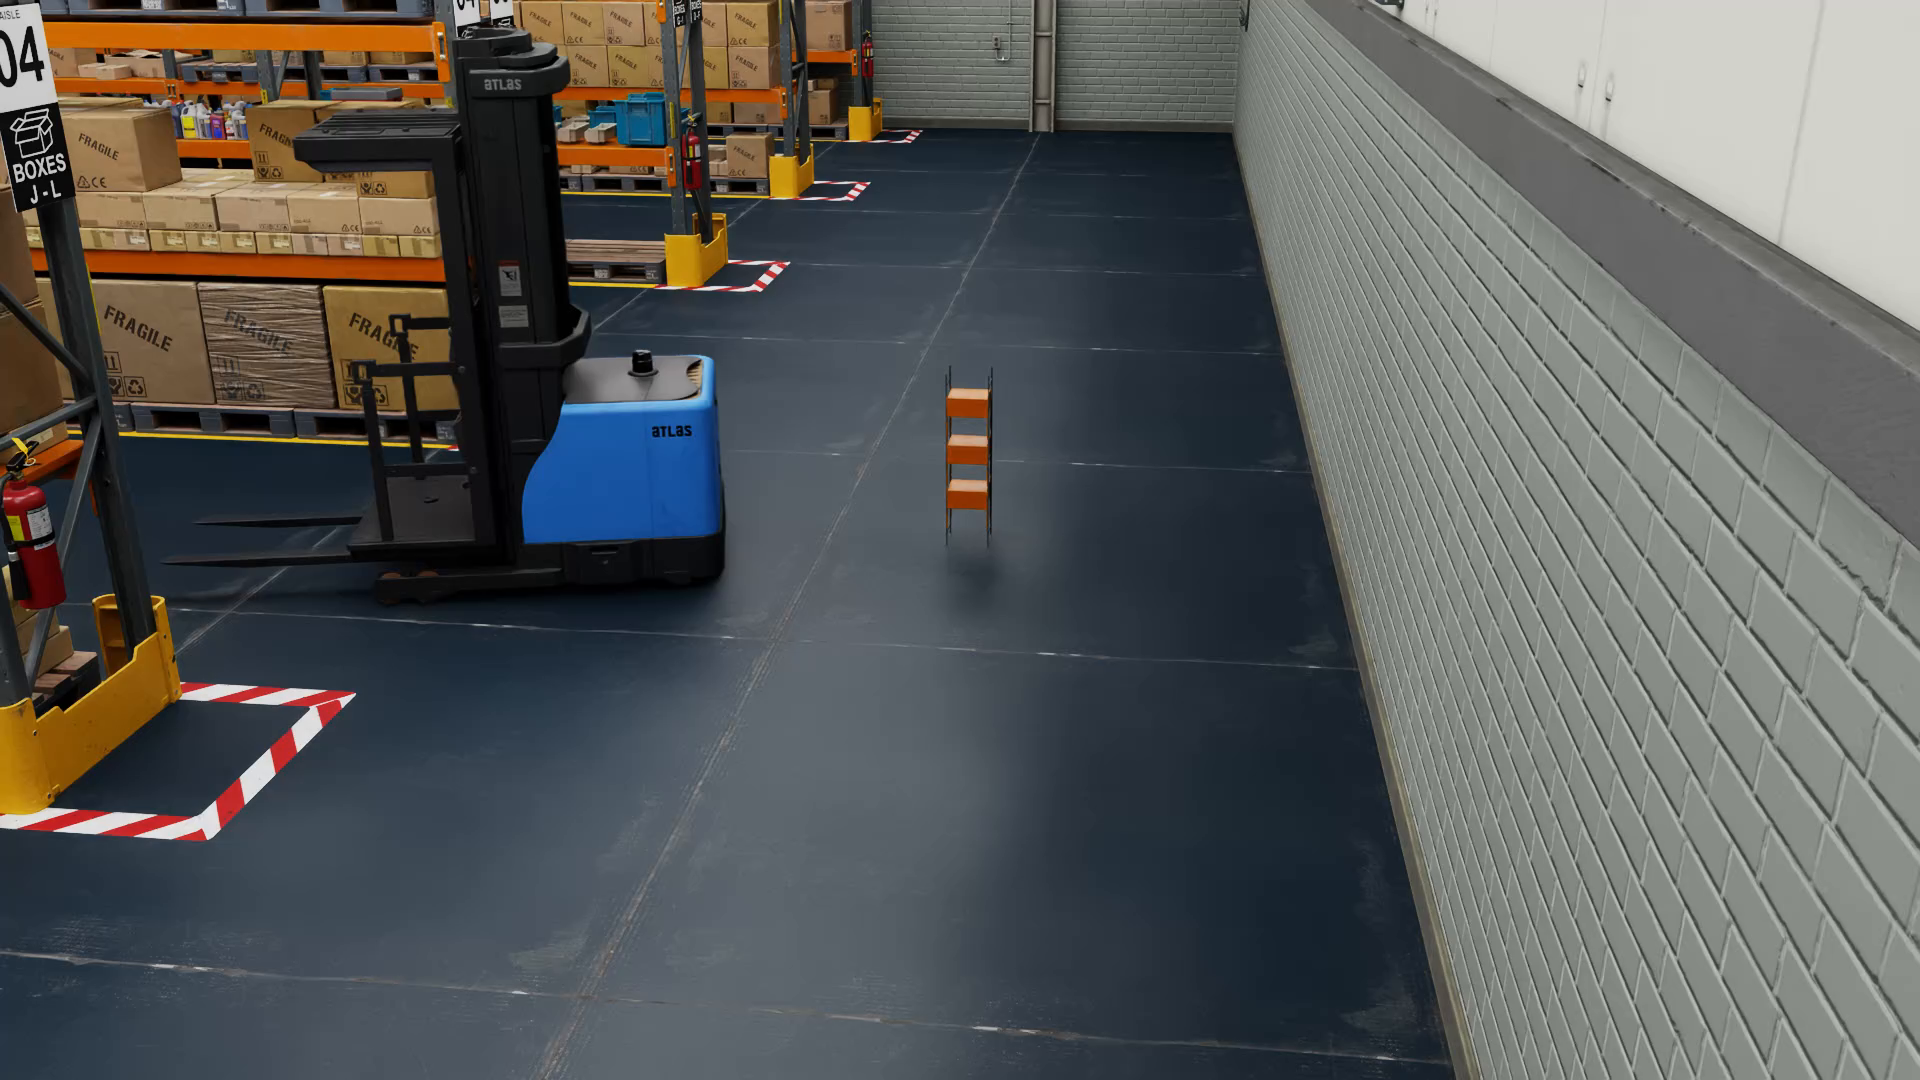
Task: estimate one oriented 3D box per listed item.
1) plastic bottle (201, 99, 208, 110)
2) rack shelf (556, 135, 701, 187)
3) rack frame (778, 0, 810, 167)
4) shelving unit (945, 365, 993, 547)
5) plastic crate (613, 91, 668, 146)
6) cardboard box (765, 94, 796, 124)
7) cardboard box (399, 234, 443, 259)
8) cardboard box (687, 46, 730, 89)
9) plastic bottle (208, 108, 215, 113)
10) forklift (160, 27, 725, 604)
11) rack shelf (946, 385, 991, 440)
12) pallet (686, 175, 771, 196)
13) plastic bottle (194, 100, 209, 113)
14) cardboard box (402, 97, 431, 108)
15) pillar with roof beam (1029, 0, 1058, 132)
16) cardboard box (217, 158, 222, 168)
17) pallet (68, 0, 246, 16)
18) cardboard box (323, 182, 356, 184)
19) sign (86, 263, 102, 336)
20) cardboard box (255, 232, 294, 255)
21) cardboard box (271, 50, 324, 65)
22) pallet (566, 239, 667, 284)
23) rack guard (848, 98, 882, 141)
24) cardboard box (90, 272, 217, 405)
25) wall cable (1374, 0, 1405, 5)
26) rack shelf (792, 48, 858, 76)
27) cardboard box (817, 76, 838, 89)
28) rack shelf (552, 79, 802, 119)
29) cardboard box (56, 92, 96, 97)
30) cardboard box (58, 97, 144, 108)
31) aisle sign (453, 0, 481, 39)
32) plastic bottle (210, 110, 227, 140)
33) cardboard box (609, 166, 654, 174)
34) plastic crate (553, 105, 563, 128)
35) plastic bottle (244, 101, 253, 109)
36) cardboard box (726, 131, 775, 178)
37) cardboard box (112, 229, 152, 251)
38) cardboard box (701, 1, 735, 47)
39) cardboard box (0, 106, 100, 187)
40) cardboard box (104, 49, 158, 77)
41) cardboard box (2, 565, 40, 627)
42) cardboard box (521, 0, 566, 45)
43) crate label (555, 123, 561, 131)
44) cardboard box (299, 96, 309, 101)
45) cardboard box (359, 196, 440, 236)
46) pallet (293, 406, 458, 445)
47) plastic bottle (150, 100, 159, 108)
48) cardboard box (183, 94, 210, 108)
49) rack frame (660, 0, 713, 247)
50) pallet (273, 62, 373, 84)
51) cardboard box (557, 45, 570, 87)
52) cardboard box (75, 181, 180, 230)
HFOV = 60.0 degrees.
[{"bbox_3d":[-7.817,-4.394,17.134,0.133,0.283,0.061,2,22,6],"label":"plastic bottle"},{"bbox_3d":[-4.635,-3.817,16.494,4.000,0.370,1.077,2,22,6],"label":"rack shelf"},{"bbox_3d":[-2.062,-5.874,20.717,0.127,3.000,1.000,2,22,6],"label":"rack frame"},{"bbox_3d":[0.053,-0.486,9.741,0.252,1.050,0.215,2,22,6],"label":"shelving unit"},{"bbox_3d":[-3.003,-4.056,15.990,0.499,0.435,0.616,2,22,6],"label":"plastic crate"},{"bbox_3d":[-2.687,-6.731,25.714,0.500,0.500,0.700,2,22,6],"label":"cardboard box"},{"bbox_3d":[-3.624,-2.036,11.350,0.250,0.149,0.380,3,22,7],"label":"cardboard box"},{"bbox_3d":[-3.055,-5.862,20.550,0.500,0.500,0.500,3,22,7],"label":"cardboard box"},{"bbox_3d":[-7.705,-4.345,17.119,0.097,0.201,0.097,0,22,0],"label":"plastic bottle"},{"bbox_3d":[-2.880,-1.221,9.042,3.031,2.935,1.130,-3,22,-6],"label":"forklift"},{"bbox_3d":[0.053,-0.740,9.641,0.240,0.259,0.215,2,22,6],"label":"rack shelf"},{"bbox_3d":[-2.930,-4.614,21.325,1.213,0.211,1.003,2,22,6],"label":"pallet"},{"bbox_3d":[-7.555,-4.189,16.522,0.185,0.351,0.144,2,22,6],"label":"plastic bottle"},{"bbox_3d":[-8.713,-7.145,26.284,0.750,0.750,0.750,2,22,6],"label":"cardboard box"},{"bbox_3d":[0.793,-9.100,20.717,0.400,9.000,9.100,2,22,6],"label":"pillar with roof beam"},{"bbox_3d":[-9.588,-5.138,21.658,0.500,0.500,0.500,3,22,9],"label":"cardboard box"},{"bbox_3d":[-5.185,-3.691,11.237,1.213,0.211,1.003,2,22,6],"label":"pallet"},{"bbox_3d":[-4.194,-2.465,11.895,0.500,0.250,0.500,2,22,6],"label":"cardboard box"},{"bbox_3d":[-3.852,-1.051,7.342,0.005,0.325,0.100,2,22,6],"label":"sign"},{"bbox_3d":[-4.639,-2.079,11.461,0.250,0.149,0.380,2,22,5],"label":"cardboard box"},{"bbox_3d":[-8.482,-6.366,21.256,0.500,0.500,0.700,7,23,16],"label":"cardboard box"},{"bbox_3d":[-3.463,-2.819,16.782,1.213,0.211,1.003,2,22,6],"label":"pallet"},{"bbox_3d":[-1.459,-6.519,25.749,0.348,0.500,1.175,2,22,6],"label":"rack guard"},{"bbox_3d":[-5.664,-1.541,12.076,0.875,0.875,0.875,2,22,6],"label":"cardboard box"},{"bbox_3d":[1.978,-5.040,6.073,0.120,5.999,2.277,2,22,6],"label":"wall cable"},{"bbox_3d":[-3.469,-7.435,25.644,4.000,0.370,1.077,2,22,6],"label":"rack shelf"},{"bbox_3d":[-2.042,-7.078,25.711,0.250,0.149,0.380,3,22,7],"label":"cardboard box"},{"bbox_3d":[-4.048,-5.626,21.068,4.000,0.370,1.077,2,22,6],"label":"rack shelf"},{"bbox_3d":[-14.435,-7.274,27.061,0.500,0.500,0.500,1,22,2],"label":"cardboard box"},{"bbox_3d":[-6.219,-2.902,11.980,0.500,0.500,0.500,3,22,7],"label":"cardboard box"},{"bbox_3d":[-3.196,-3.353,10.806,0.004,0.787,0.394,2,22,6],"label":"aisle sign"},{"bbox_3d":[-7.286,-4.077,16.330,0.133,0.283,0.061,2,22,6],"label":"plastic bottle"},{"bbox_3d":[-4.168,-5.011,21.332,0.637,0.503,0.797,2,22,6],"label":"cardboard box"},{"bbox_3d":[-4.163,-4.203,16.638,0.300,0.233,0.416,2,22,6],"label":"plastic crate"},{"bbox_3d":[-7.281,-4.359,17.060,0.097,0.271,0.097,0,22,0],"label":"plastic bottle"},{"bbox_3d":[-2.631,-4.850,20.928,0.500,0.500,0.500,2,22,6],"label":"cardboard box"},{"bbox_3d":[-5.662,-2.123,11.572,0.250,0.149,0.380,3,22,7],"label":"cardboard box"},{"bbox_3d":[-3.038,-6.326,20.364,0.500,0.500,0.500,3,22,8],"label":"cardboard box"},{"bbox_3d":[-6.270,-2.709,11.492,0.500,0.500,0.500,2,22,6],"label":"cardboard box"},{"bbox_3d":[-10.872,-6.288,21.886,0.500,0.311,0.500,2,22,6],"label":"cardboard box"},{"bbox_3d":[-4.396,0.256,7.708,0.250,0.149,0.380,2,22,4],"label":"cardboard box"},{"bbox_3d":[-5.087,-6.413,20.585,0.500,0.500,0.500,2,22,5],"label":"cardboard box"},{"bbox_3d":[-4.046,-3.961,16.156,0.243,0.136,0.396,2,22,6],"label":"crate label"},{"bbox_3d":[-10.149,-7.083,26.577,0.500,0.500,0.700,3,22,7],"label":"cardboard box"},{"bbox_3d":[-3.744,-2.250,11.350,0.500,0.250,0.500,2,22,5],"label":"cardboard box"},{"bbox_3d":[-4.035,-0.966,12.097,1.213,0.211,1.003,2,22,6],"label":"pallet"},{"bbox_3d":[-8.298,-4.403,17.172,0.097,0.271,0.097,0,22,0],"label":"plastic bottle"},{"bbox_3d":[-12.148,-7.214,26.909,0.500,0.500,0.700,2,22,5],"label":"cardboard box"},{"bbox_3d":[-2.649,-4.066,16.143,0.127,3.000,1.000,2,22,6],"label":"rack frame"},{"bbox_3d":[-8.075,-6.048,21.420,1.213,0.211,1.003,2,22,6],"label":"pallet"},{"bbox_3d":[-5.052,-5.951,20.776,0.500,0.500,0.500,3,22,7],"label":"cardboard box"},{"bbox_3d":[-5.760,-2.339,11.576,0.500,0.250,0.500,3,22,8],"label":"cardboard box"}]
